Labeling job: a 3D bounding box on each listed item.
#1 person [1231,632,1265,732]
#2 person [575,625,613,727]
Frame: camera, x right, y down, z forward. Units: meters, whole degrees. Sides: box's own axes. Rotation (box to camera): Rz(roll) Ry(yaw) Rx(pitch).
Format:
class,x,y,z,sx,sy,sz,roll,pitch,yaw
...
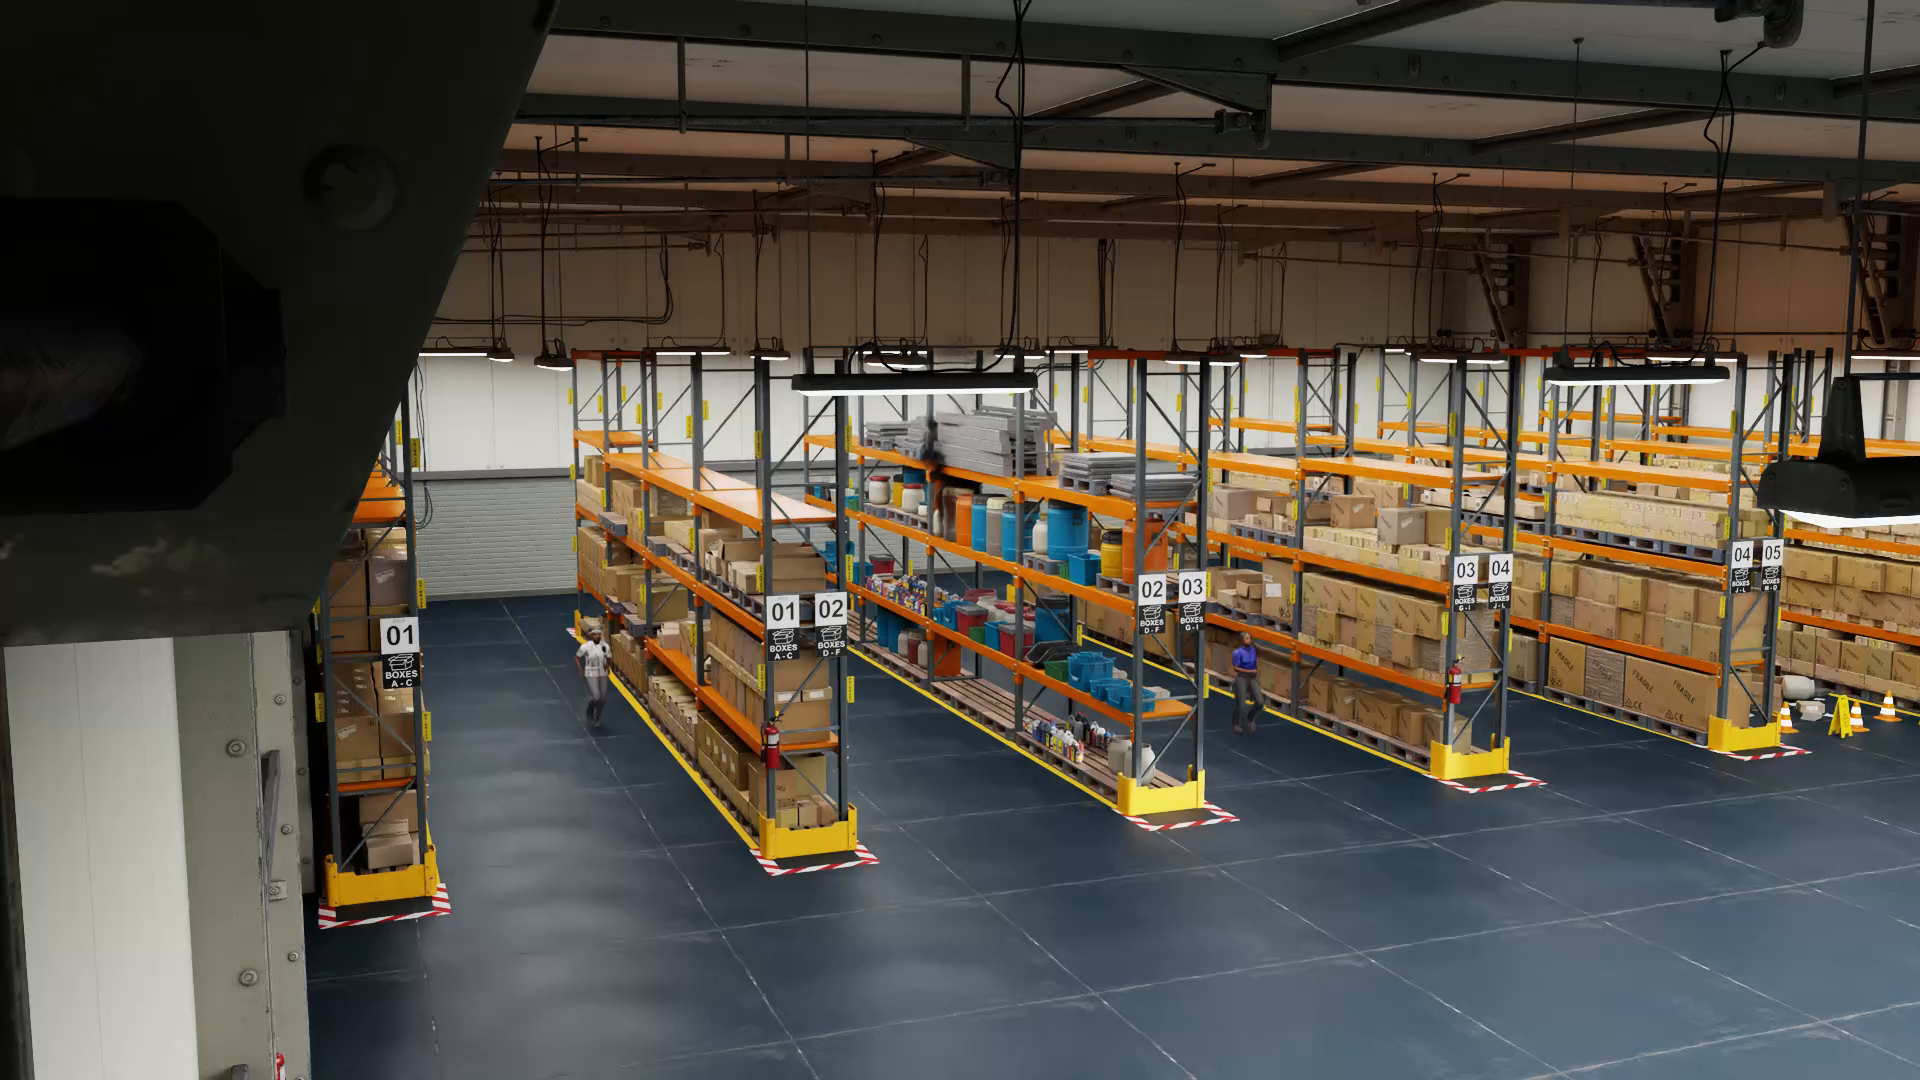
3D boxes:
class,x,y,z,sx,sy,sz,roll,pitch,yaw
person,4.556,2.256,26.248,0.569,1.627,0.655,-3,8,-25
person,-5.819,2.187,26.644,0.552,1.662,0.620,-4,8,-31
